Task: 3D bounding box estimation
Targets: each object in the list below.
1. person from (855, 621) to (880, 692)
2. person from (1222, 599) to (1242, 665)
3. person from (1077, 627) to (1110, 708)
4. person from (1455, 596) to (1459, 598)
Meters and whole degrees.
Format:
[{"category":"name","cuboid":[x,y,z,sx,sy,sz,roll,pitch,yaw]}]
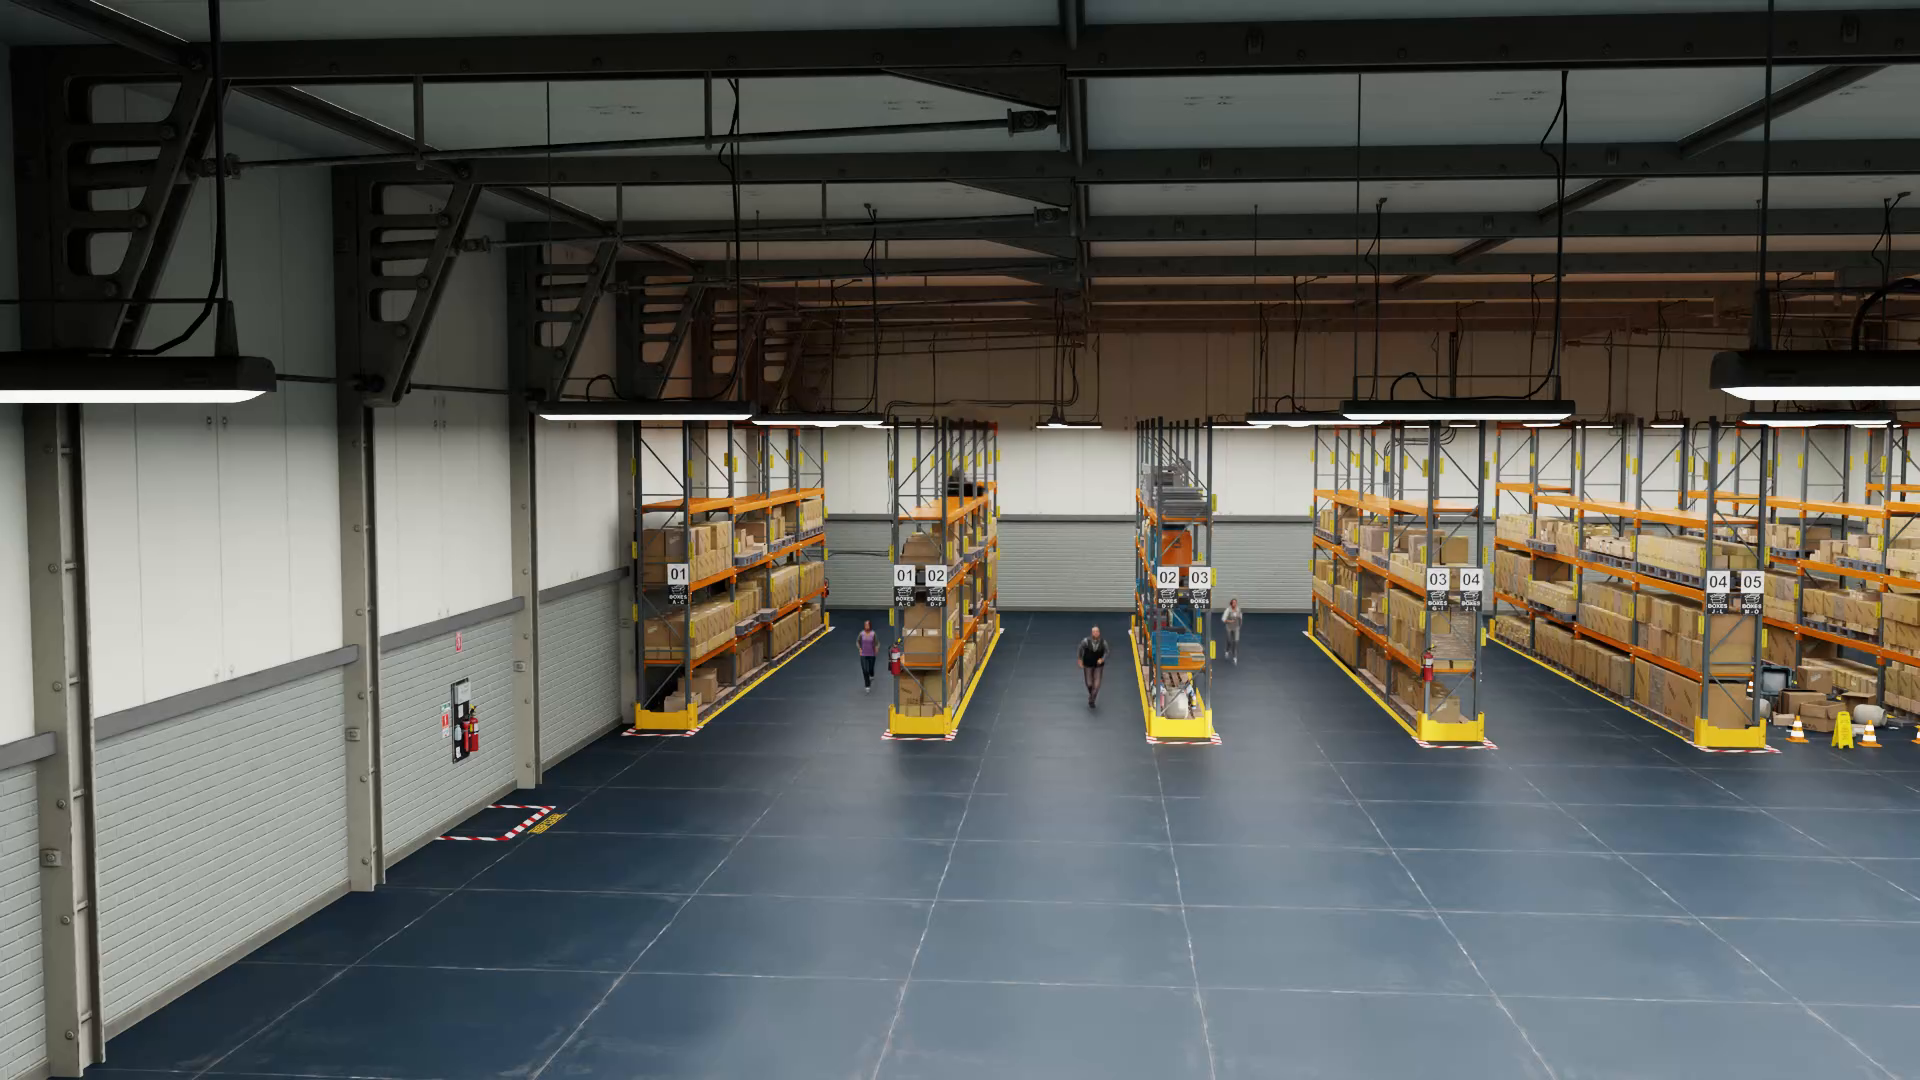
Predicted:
[{"category":"person","cuboid":[-2.043,2.557,36.759,0.540,1.562,0.552,0,4,0]},{"category":"person","cuboid":[6.734,2.242,41.149,0.562,1.615,0.864,-1,4,-9]},{"category":"person","cuboid":[2.776,2.648,34.618,0.693,1.674,0.683,0,4,4]},{"category":"person","cuboid":[13.918,1.777,47.180,0.839,1.733,0.670,-1,4,-21]}]
